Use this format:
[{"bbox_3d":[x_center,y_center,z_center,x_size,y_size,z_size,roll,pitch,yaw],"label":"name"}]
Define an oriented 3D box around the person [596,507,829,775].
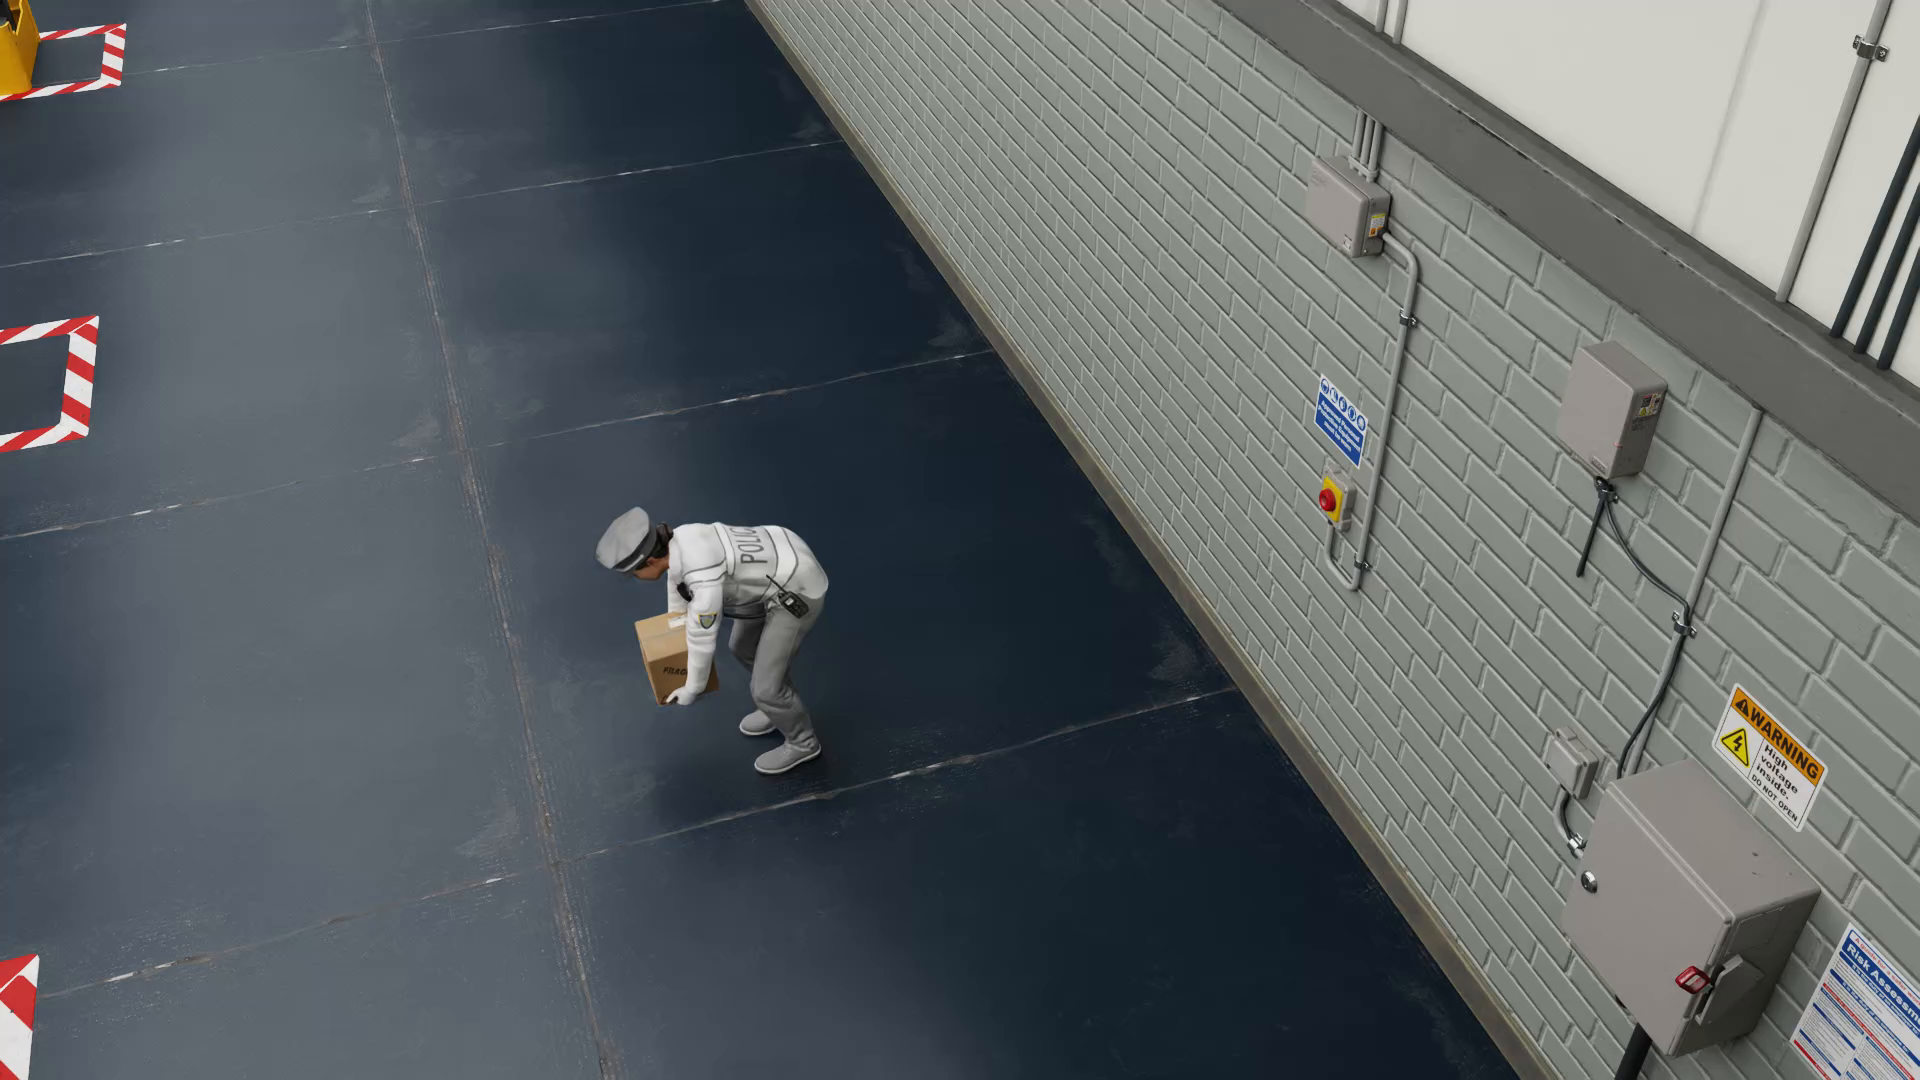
[{"bbox_3d":[-0.945,0.380,6.574,0.858,1.327,0.417,-14,40,-17],"label":"person"}]
